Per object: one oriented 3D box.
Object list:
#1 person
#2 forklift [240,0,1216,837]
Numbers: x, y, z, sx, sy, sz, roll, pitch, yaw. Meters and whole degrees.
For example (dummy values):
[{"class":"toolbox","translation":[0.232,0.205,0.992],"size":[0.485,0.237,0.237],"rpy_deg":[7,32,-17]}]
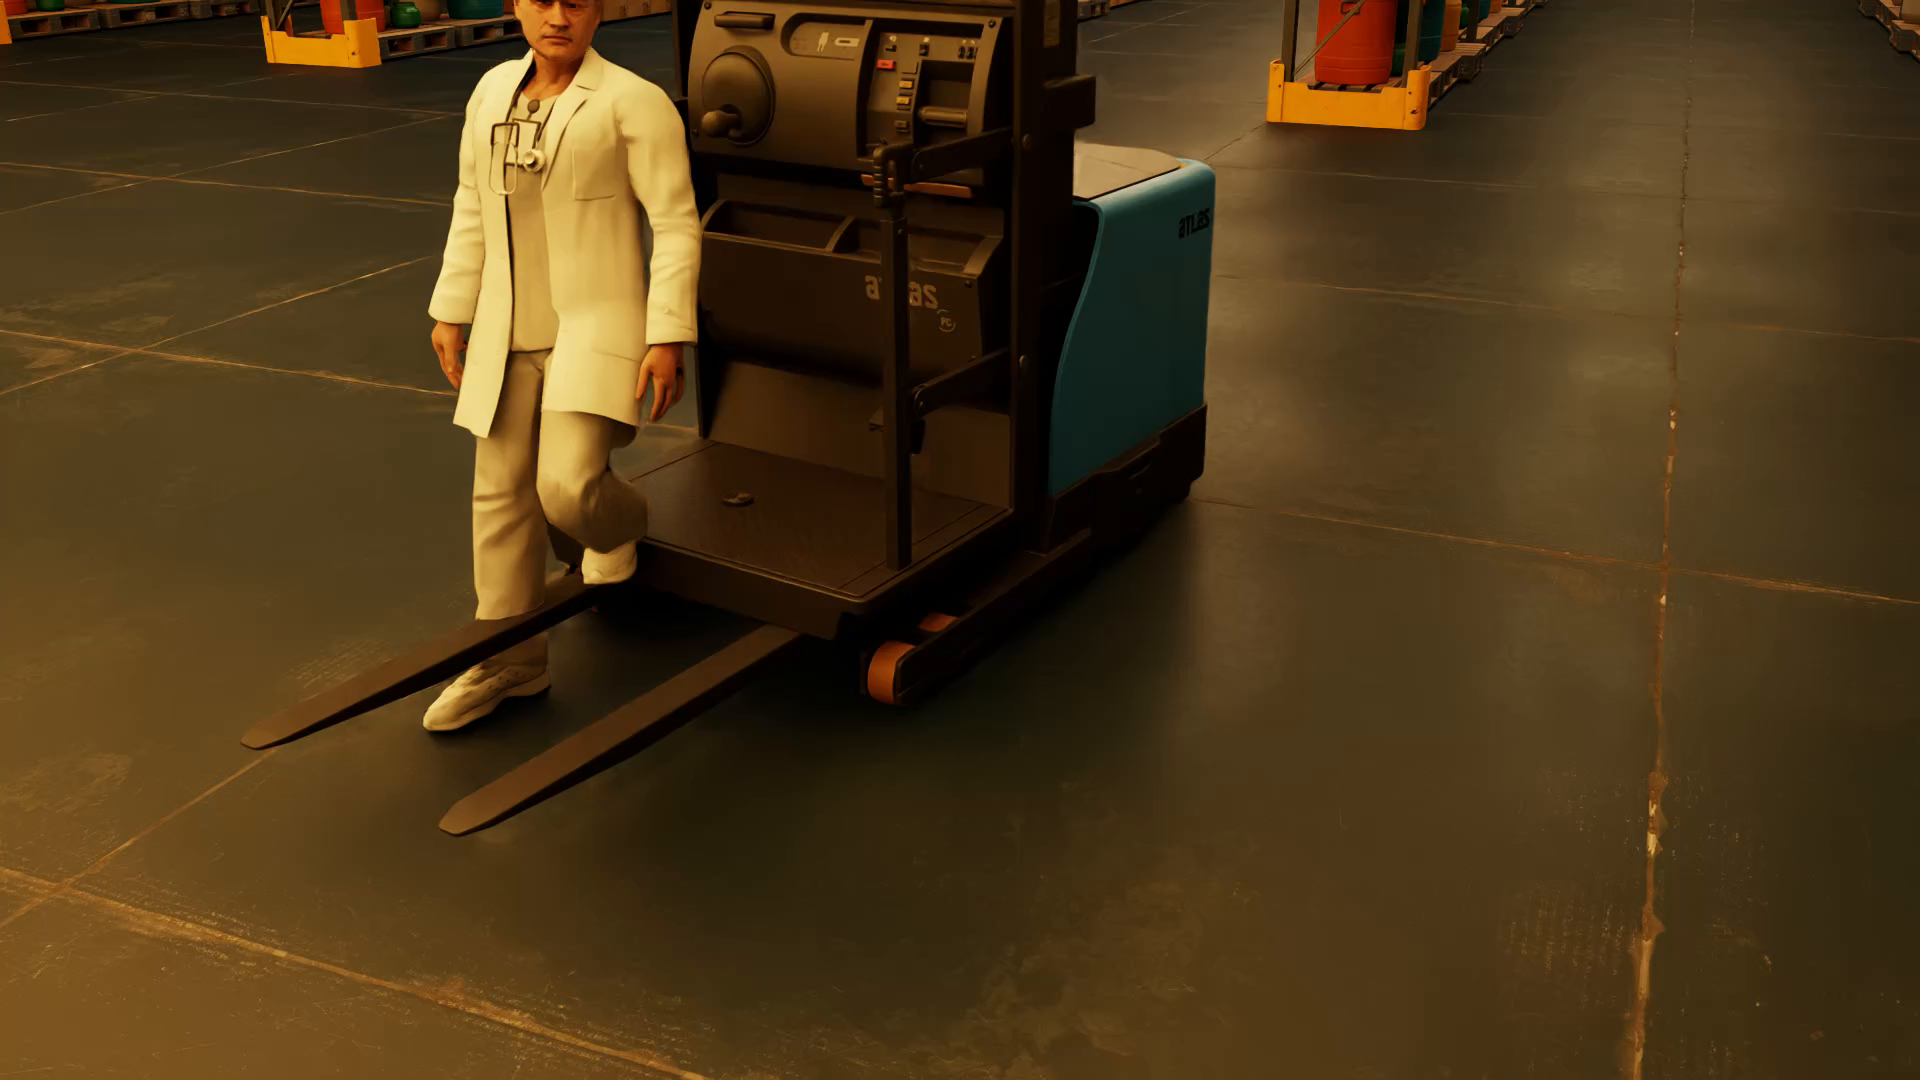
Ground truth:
[{"class":"person","translation":[-0.957,-0.432,3.839],"size":[0.757,1.763,0.661],"rpy_deg":[7,24,17]},{"class":"forklift","translation":[-0.420,-1.145,4.031],"size":[1.130,2.935,3.031],"rpy_deg":[14,26,30]}]
